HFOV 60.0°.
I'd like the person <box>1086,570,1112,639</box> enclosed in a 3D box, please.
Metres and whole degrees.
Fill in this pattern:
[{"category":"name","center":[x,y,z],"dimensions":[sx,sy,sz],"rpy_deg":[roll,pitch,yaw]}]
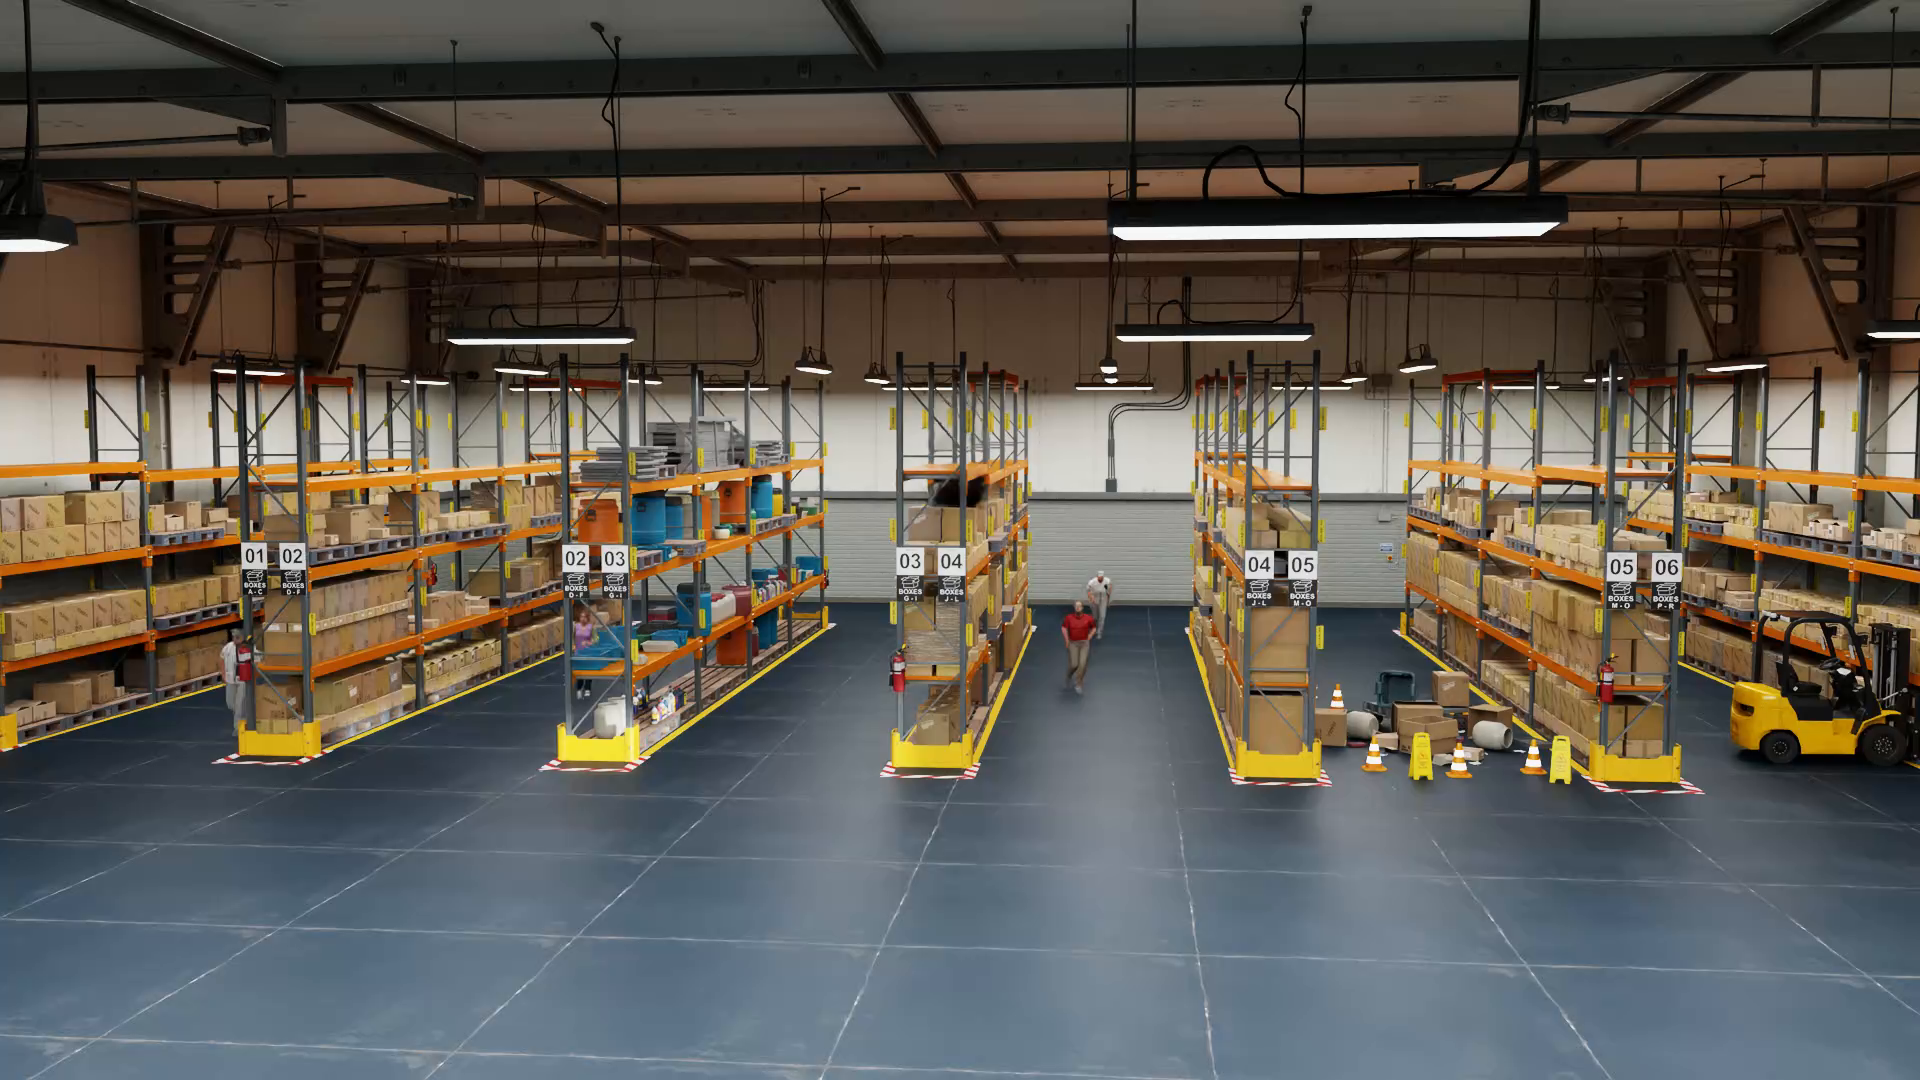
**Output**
[{"category":"person","center":[3.230,1.484,38.717],"dimensions":[0.615,1.624,0.965],"rpy_deg":[-1,4,-8]}]

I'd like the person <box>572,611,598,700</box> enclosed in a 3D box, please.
[{"category":"person","center":[-6.775,2.075,29.918],"dimensions":[0.506,1.592,0.662],"rpy_deg":[-1,4,-8]}]

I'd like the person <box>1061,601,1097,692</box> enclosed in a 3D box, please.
[{"category":"person","center":[2.212,1.975,30.831],"dimensions":[0.649,1.693,0.629],"rpy_deg":[0,4,1]}]

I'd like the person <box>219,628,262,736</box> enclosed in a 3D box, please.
[{"category":"person","center":[-11.567,2.261,26.785],"dimensions":[0.692,1.749,0.725],"rpy_deg":[0,4,1]}]
